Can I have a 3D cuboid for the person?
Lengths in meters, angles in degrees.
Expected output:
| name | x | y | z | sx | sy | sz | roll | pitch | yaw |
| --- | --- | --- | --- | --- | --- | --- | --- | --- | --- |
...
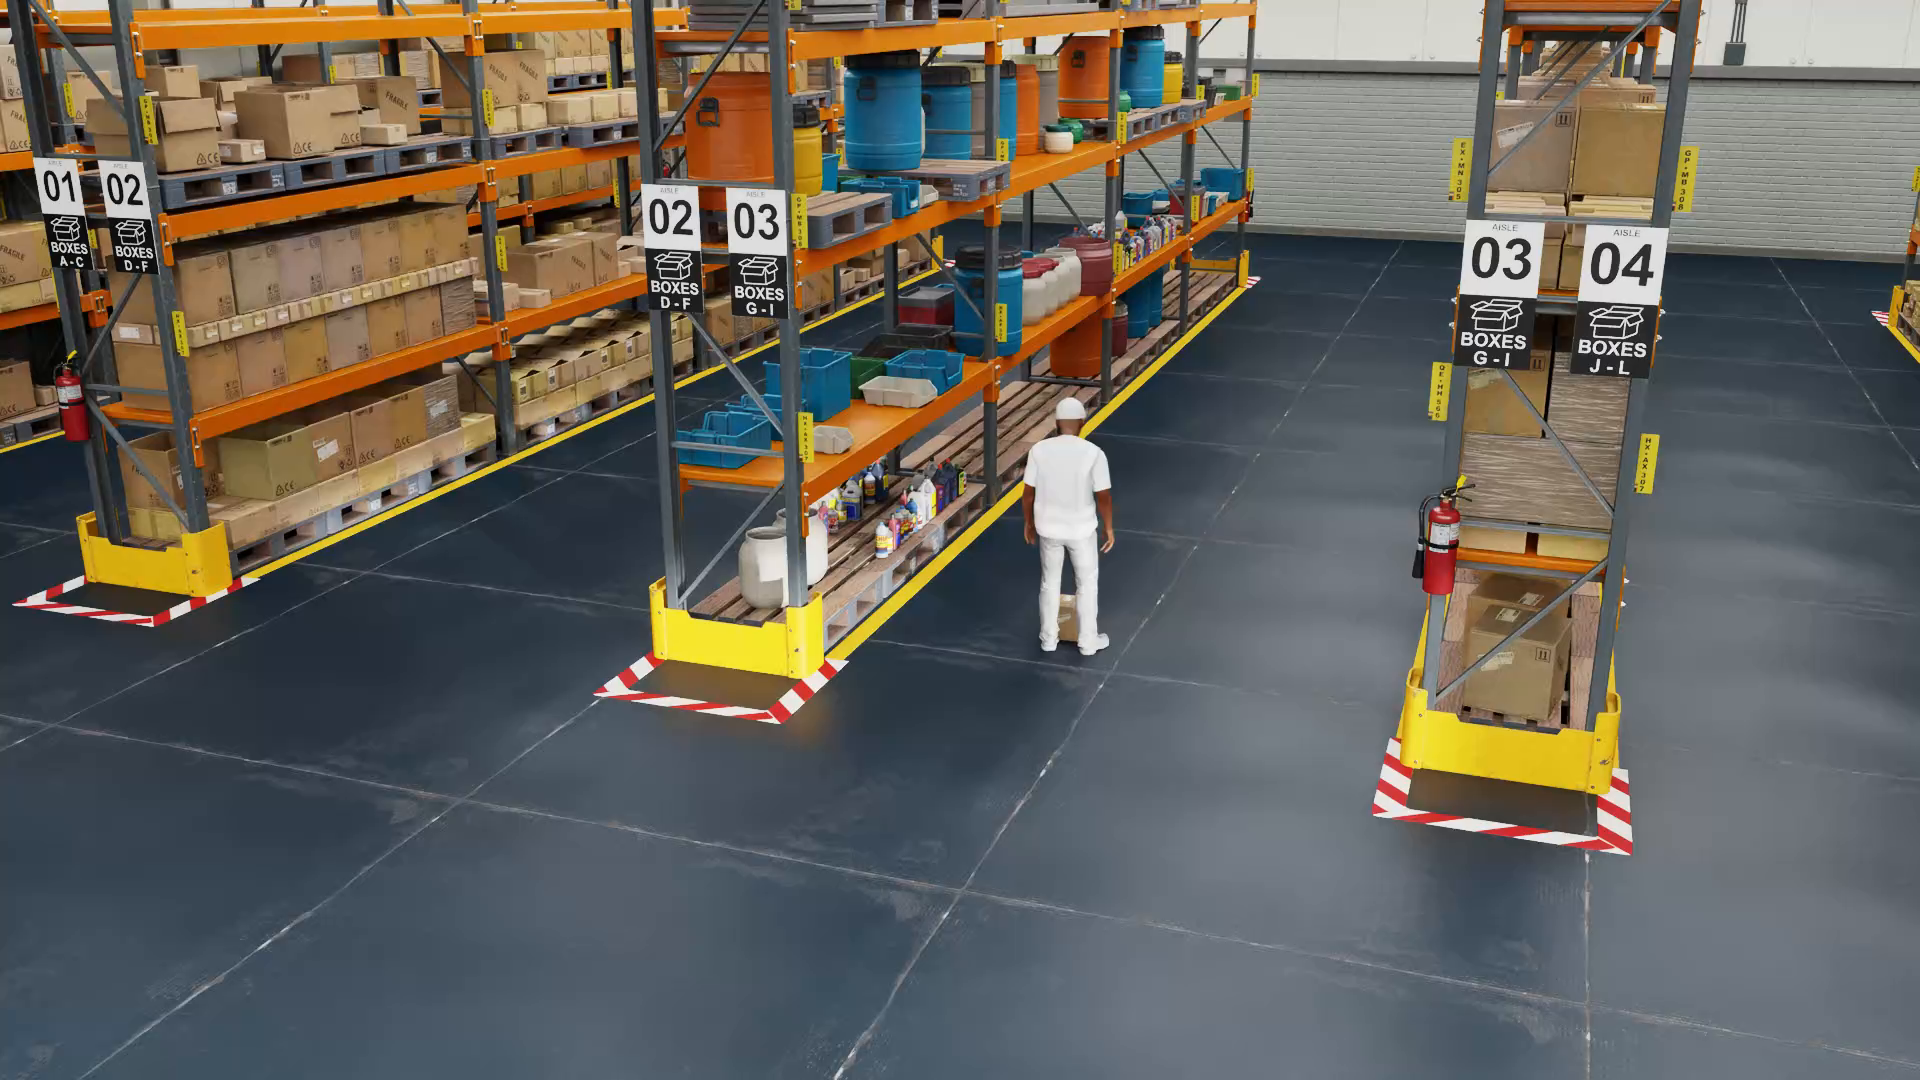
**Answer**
| name | x | y | z | sx | sy | sz | roll | pitch | yaw |
| --- | --- | --- | --- | --- | --- | --- | --- | --- | --- |
| person | 0.739 | -0.095 | 11.315 | 0.631 | 1.760 | 0.463 | 6 | 19 | 18 |
